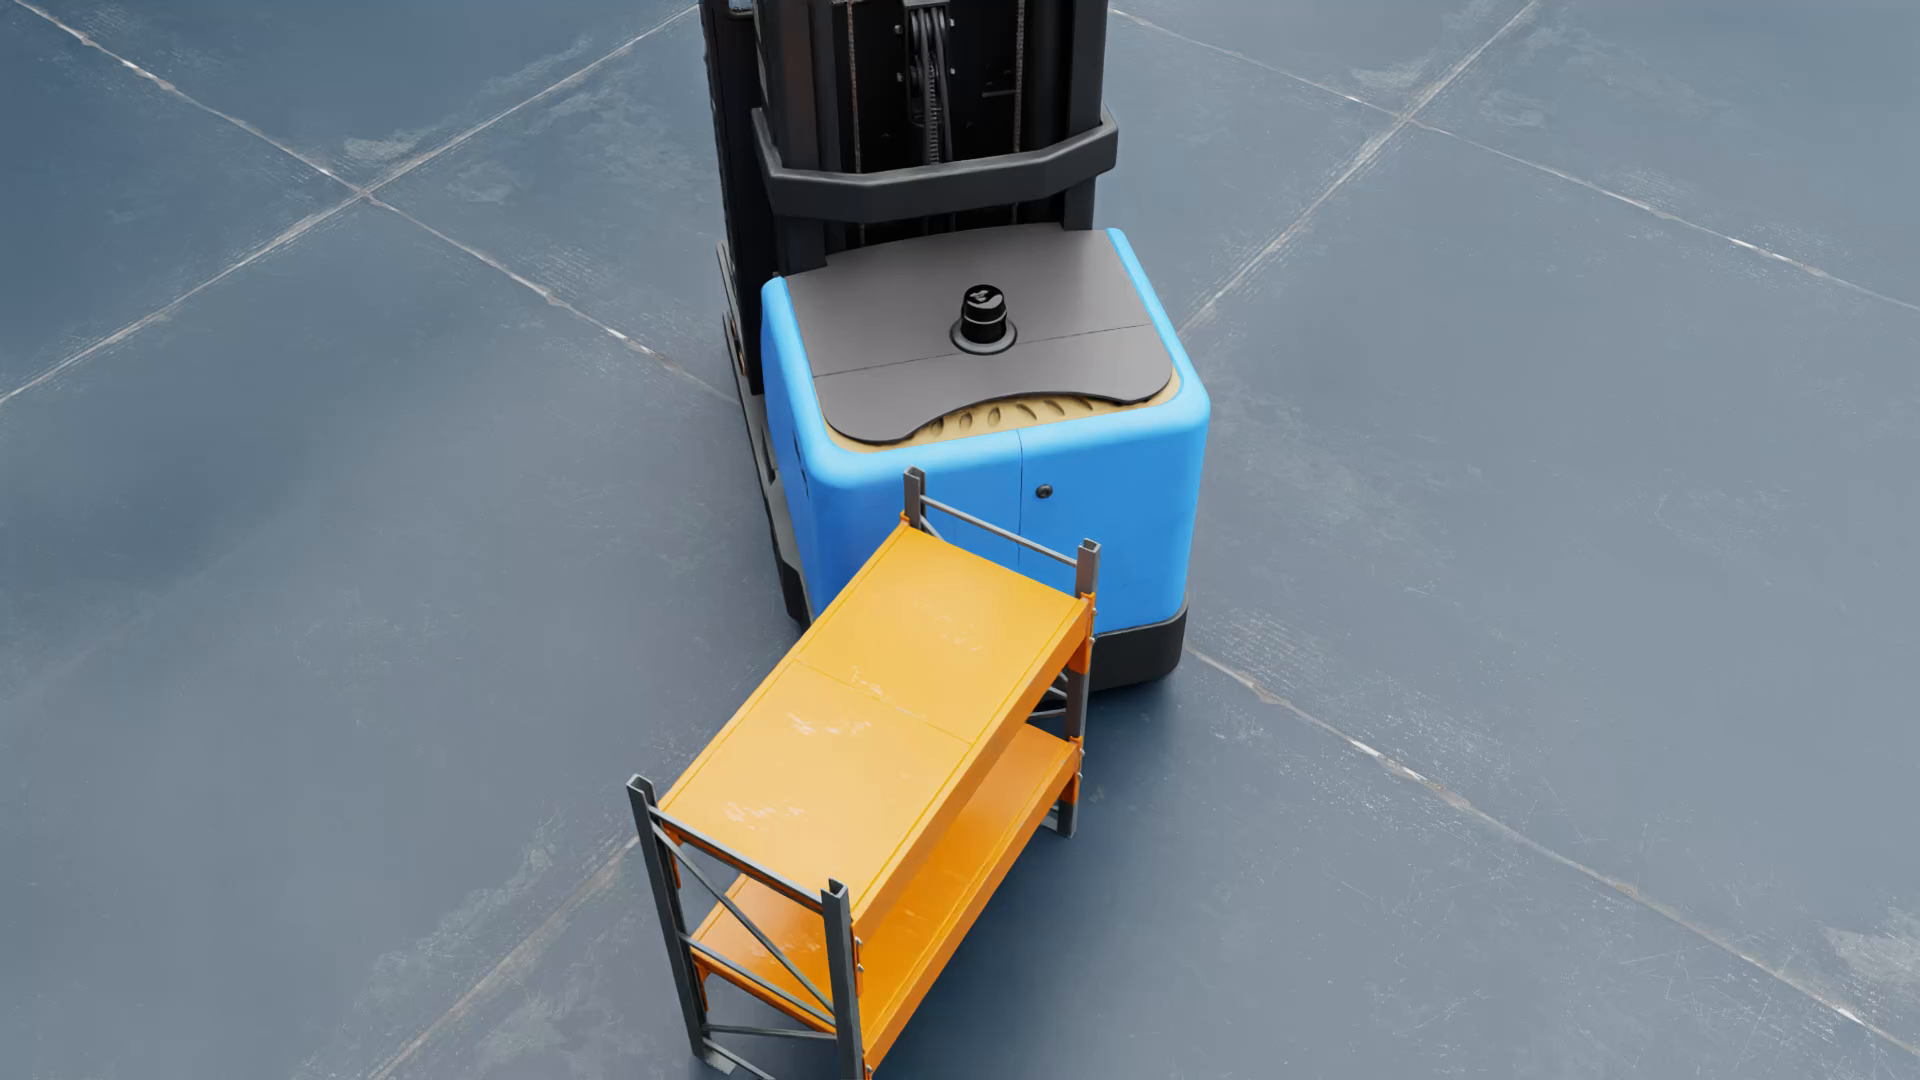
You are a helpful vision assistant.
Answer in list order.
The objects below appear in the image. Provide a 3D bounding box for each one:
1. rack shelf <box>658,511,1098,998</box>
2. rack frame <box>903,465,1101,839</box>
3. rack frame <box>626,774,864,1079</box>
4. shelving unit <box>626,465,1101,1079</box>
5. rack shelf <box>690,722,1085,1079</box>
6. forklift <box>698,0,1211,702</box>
[{"bbox_3d":[-0.169,0.429,3.657,0.538,0.278,1.000,23,51,21],"label":"rack shelf"},{"bbox_3d":[0.091,0.316,4.171,0.500,1.125,0.032,23,51,21],"label":"rack frame"},{"bbox_3d":[-0.429,0.947,3.567,0.500,1.125,0.032,23,51,21],"label":"rack frame"},{"bbox_3d":[-0.169,0.631,3.869,0.538,1.125,1.048,23,51,21],"label":"shelving unit"},{"bbox_3d":[-0.169,0.800,4.046,0.538,0.278,1.000,23,51,21],"label":"rack shelf"},{"bbox_3d":[-0.205,-1.555,4.709,1.130,2.935,3.031,-10,47,-9],"label":"forklift"}]
